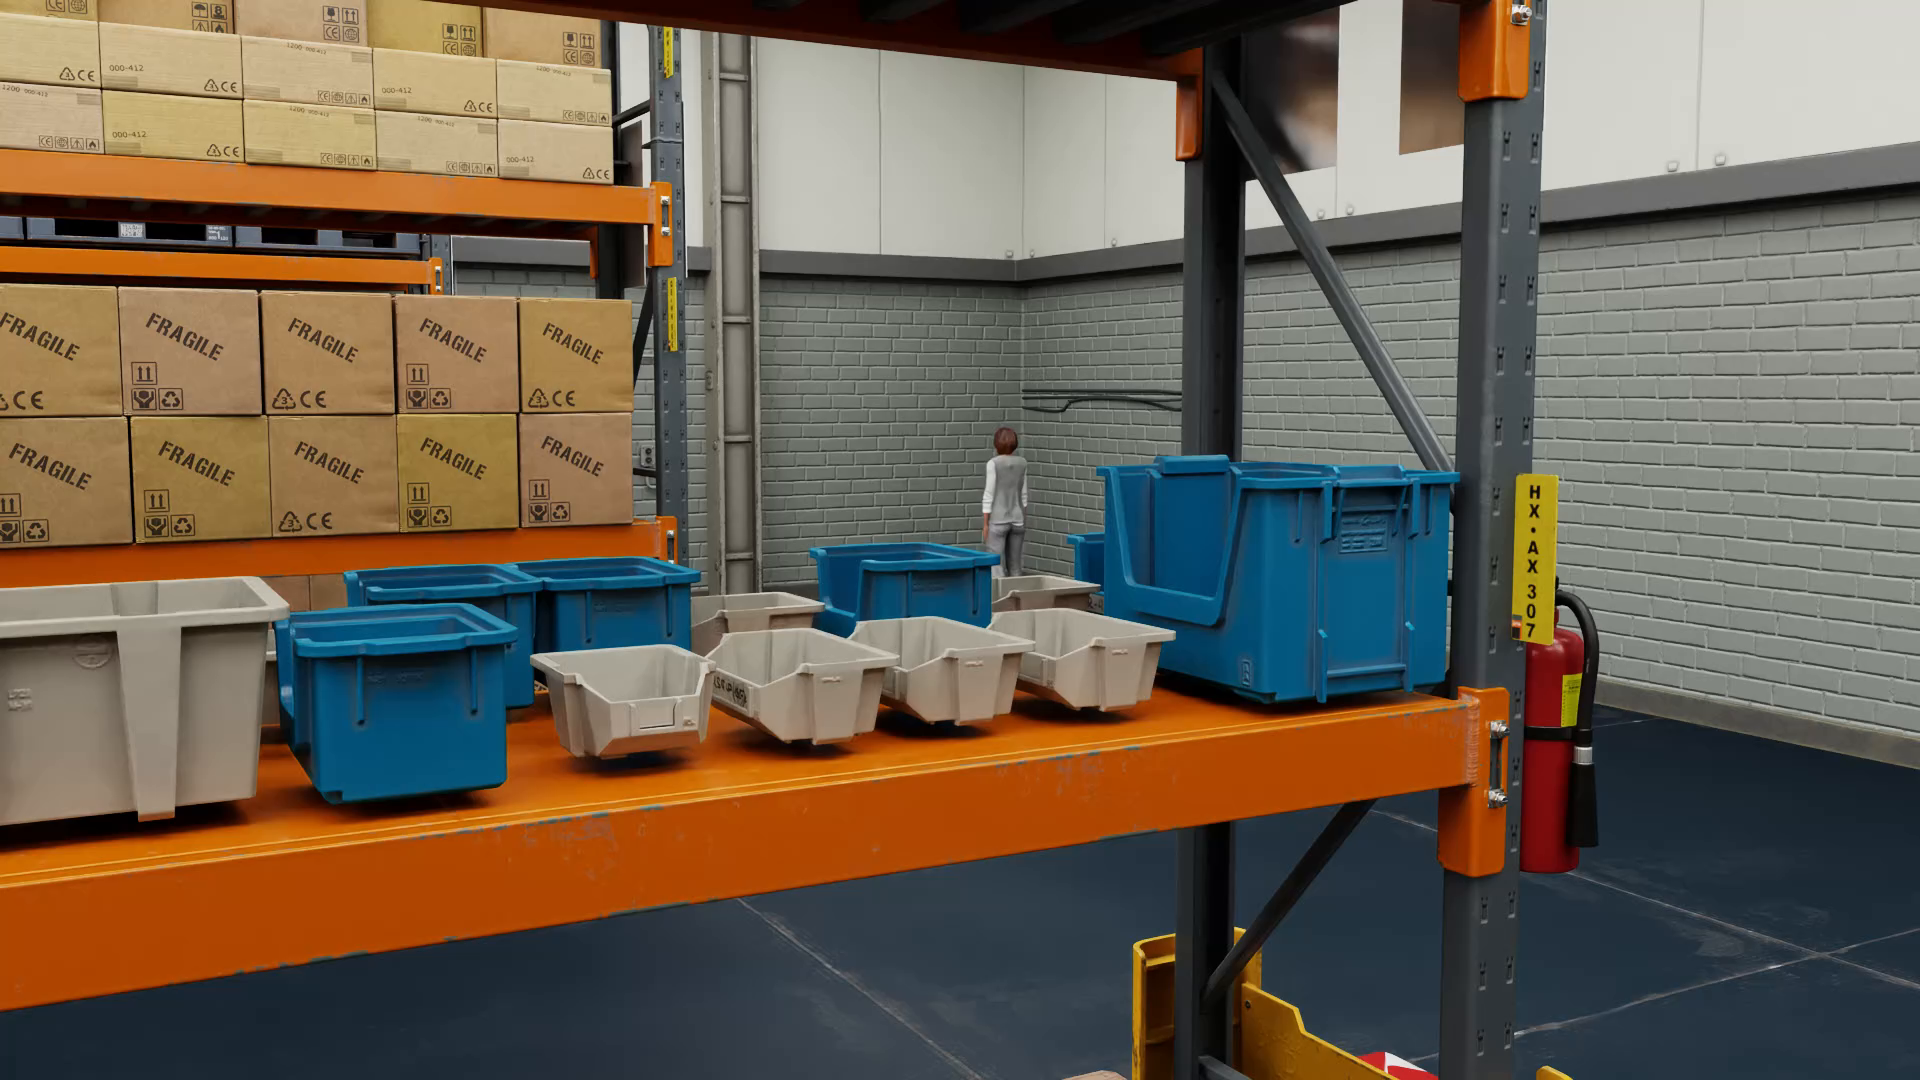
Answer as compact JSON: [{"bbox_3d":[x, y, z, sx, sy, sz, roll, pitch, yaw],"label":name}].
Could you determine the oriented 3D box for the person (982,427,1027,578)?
[{"bbox_3d":[0.359,-0.100,13.474,0.410,1.632,0.371,-3,6,-28],"label":"person"}]
